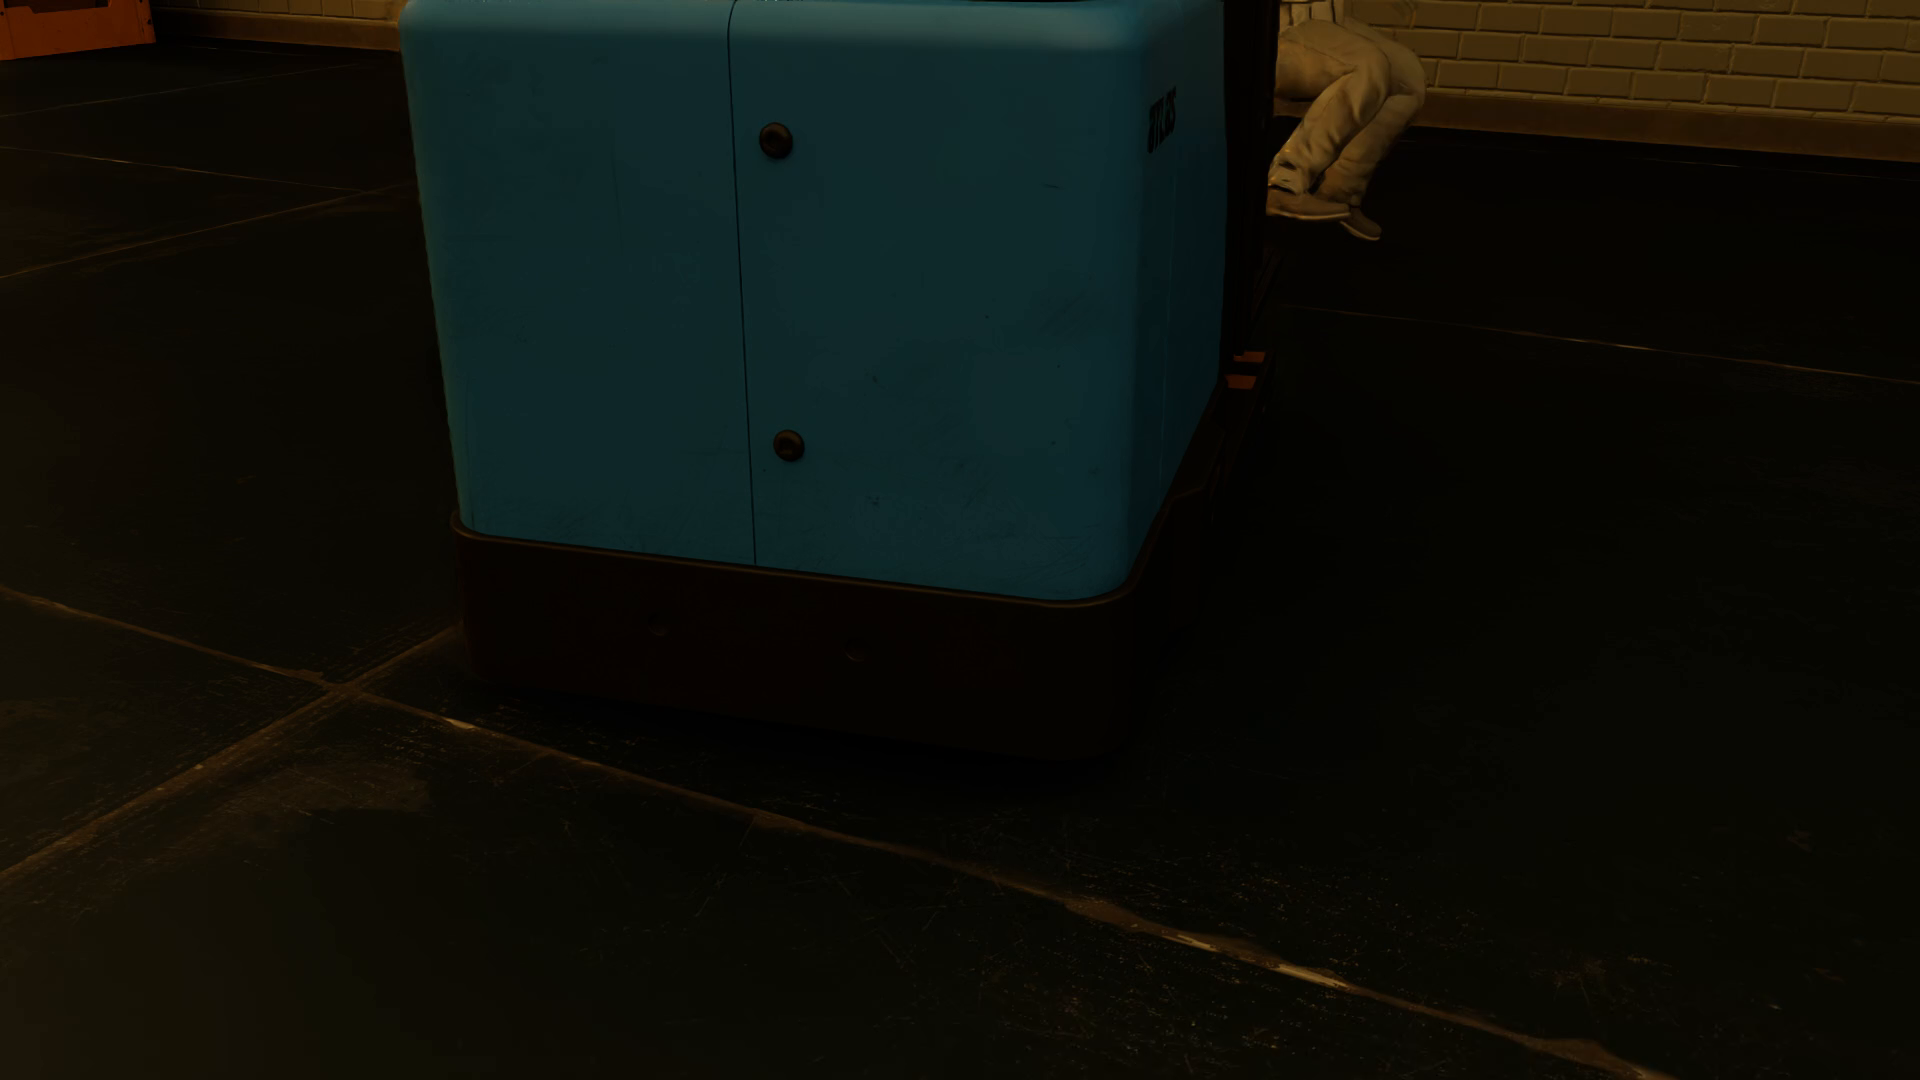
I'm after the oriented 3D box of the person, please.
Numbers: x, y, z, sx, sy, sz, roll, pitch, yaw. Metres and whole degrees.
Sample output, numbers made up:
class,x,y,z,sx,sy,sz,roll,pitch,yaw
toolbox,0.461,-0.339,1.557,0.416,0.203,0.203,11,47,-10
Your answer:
class,x,y,z,sx,sy,sz,roll,pitch,yaw
person,1.139,-1.544,4.995,0.735,1.436,0.967,14,27,29

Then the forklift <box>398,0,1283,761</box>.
class,x,y,z,sx,sy,sz,roll,pitch,yaw
forklift,0.117,-1.588,3.221,1.130,2.935,3.031,6,24,14
